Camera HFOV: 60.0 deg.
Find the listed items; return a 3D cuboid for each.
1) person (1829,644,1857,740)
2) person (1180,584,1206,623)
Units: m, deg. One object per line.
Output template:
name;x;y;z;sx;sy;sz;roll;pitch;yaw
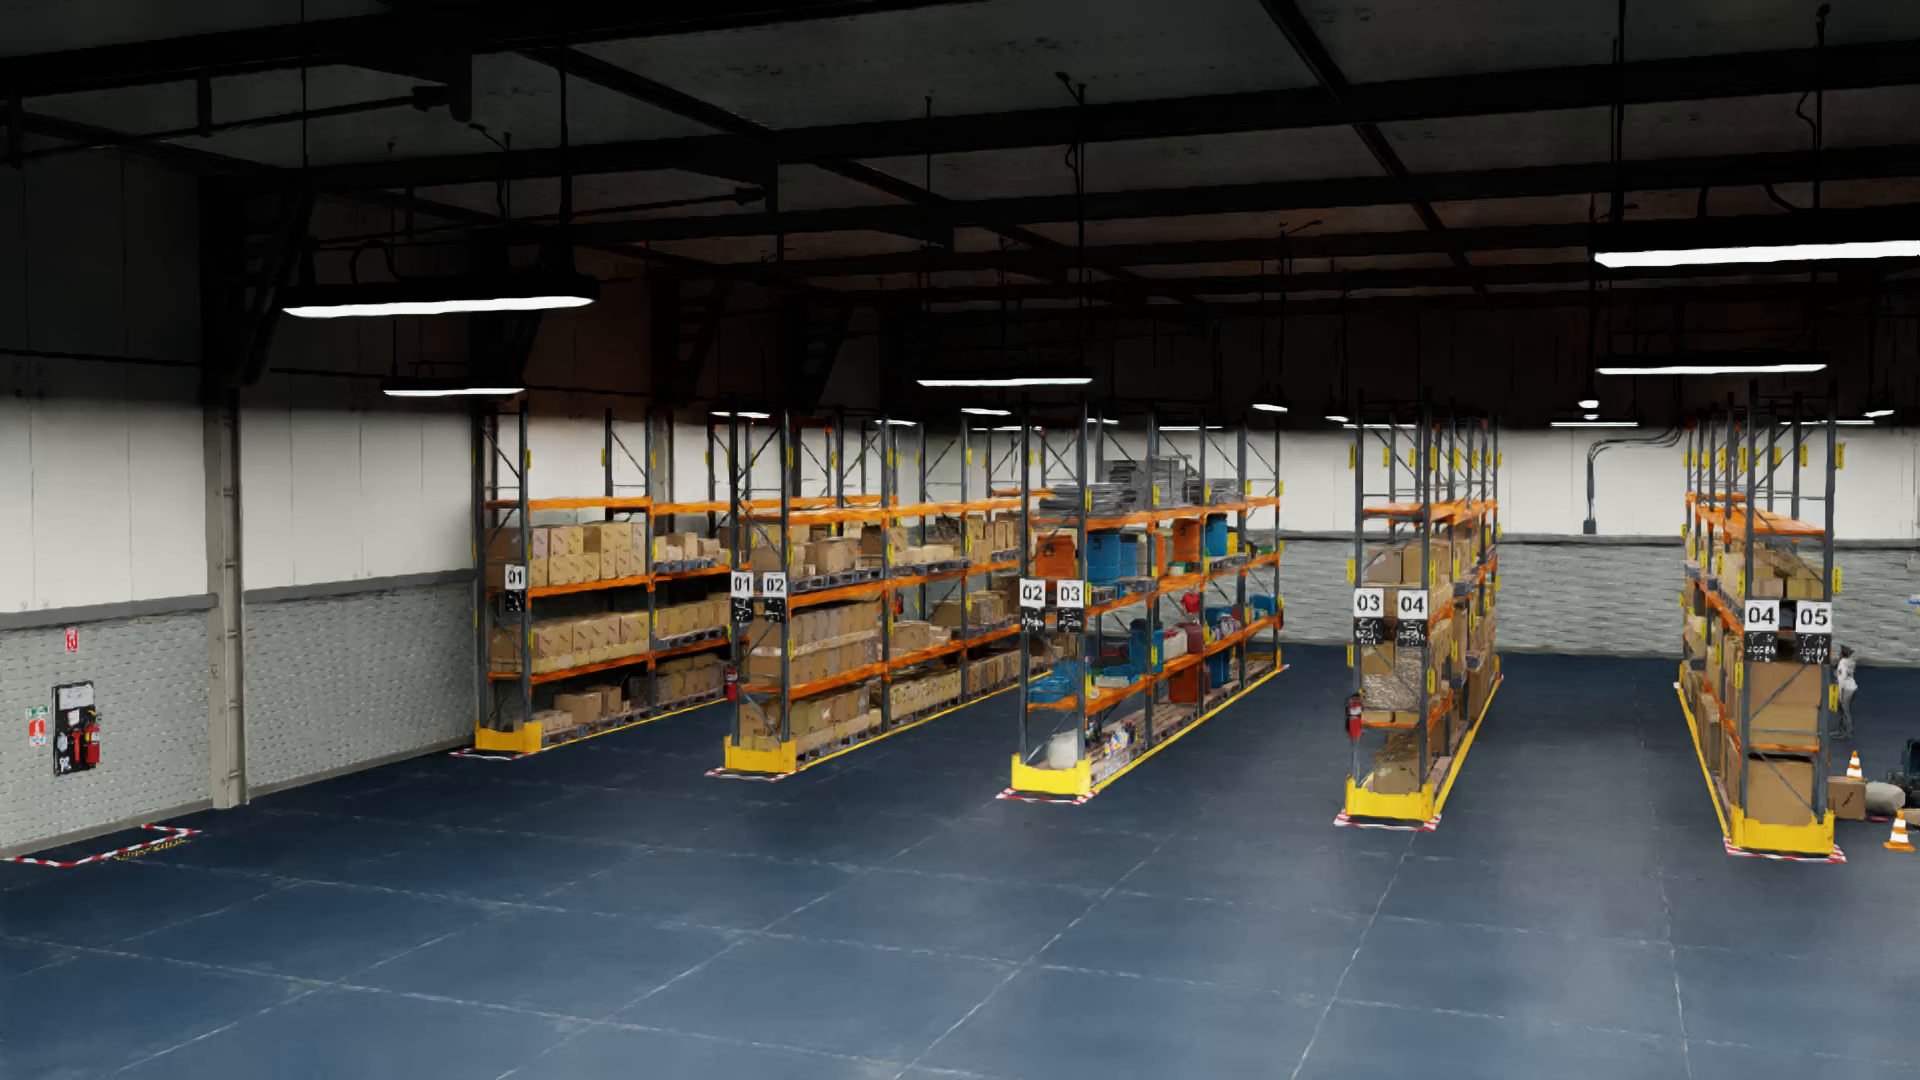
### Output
person;15.763;2.708;29.706;0.524;1.677;0.463;-2;4;-39
person;6.223;2.009;44.442;0.682;1.676;0.535;1;3;19
